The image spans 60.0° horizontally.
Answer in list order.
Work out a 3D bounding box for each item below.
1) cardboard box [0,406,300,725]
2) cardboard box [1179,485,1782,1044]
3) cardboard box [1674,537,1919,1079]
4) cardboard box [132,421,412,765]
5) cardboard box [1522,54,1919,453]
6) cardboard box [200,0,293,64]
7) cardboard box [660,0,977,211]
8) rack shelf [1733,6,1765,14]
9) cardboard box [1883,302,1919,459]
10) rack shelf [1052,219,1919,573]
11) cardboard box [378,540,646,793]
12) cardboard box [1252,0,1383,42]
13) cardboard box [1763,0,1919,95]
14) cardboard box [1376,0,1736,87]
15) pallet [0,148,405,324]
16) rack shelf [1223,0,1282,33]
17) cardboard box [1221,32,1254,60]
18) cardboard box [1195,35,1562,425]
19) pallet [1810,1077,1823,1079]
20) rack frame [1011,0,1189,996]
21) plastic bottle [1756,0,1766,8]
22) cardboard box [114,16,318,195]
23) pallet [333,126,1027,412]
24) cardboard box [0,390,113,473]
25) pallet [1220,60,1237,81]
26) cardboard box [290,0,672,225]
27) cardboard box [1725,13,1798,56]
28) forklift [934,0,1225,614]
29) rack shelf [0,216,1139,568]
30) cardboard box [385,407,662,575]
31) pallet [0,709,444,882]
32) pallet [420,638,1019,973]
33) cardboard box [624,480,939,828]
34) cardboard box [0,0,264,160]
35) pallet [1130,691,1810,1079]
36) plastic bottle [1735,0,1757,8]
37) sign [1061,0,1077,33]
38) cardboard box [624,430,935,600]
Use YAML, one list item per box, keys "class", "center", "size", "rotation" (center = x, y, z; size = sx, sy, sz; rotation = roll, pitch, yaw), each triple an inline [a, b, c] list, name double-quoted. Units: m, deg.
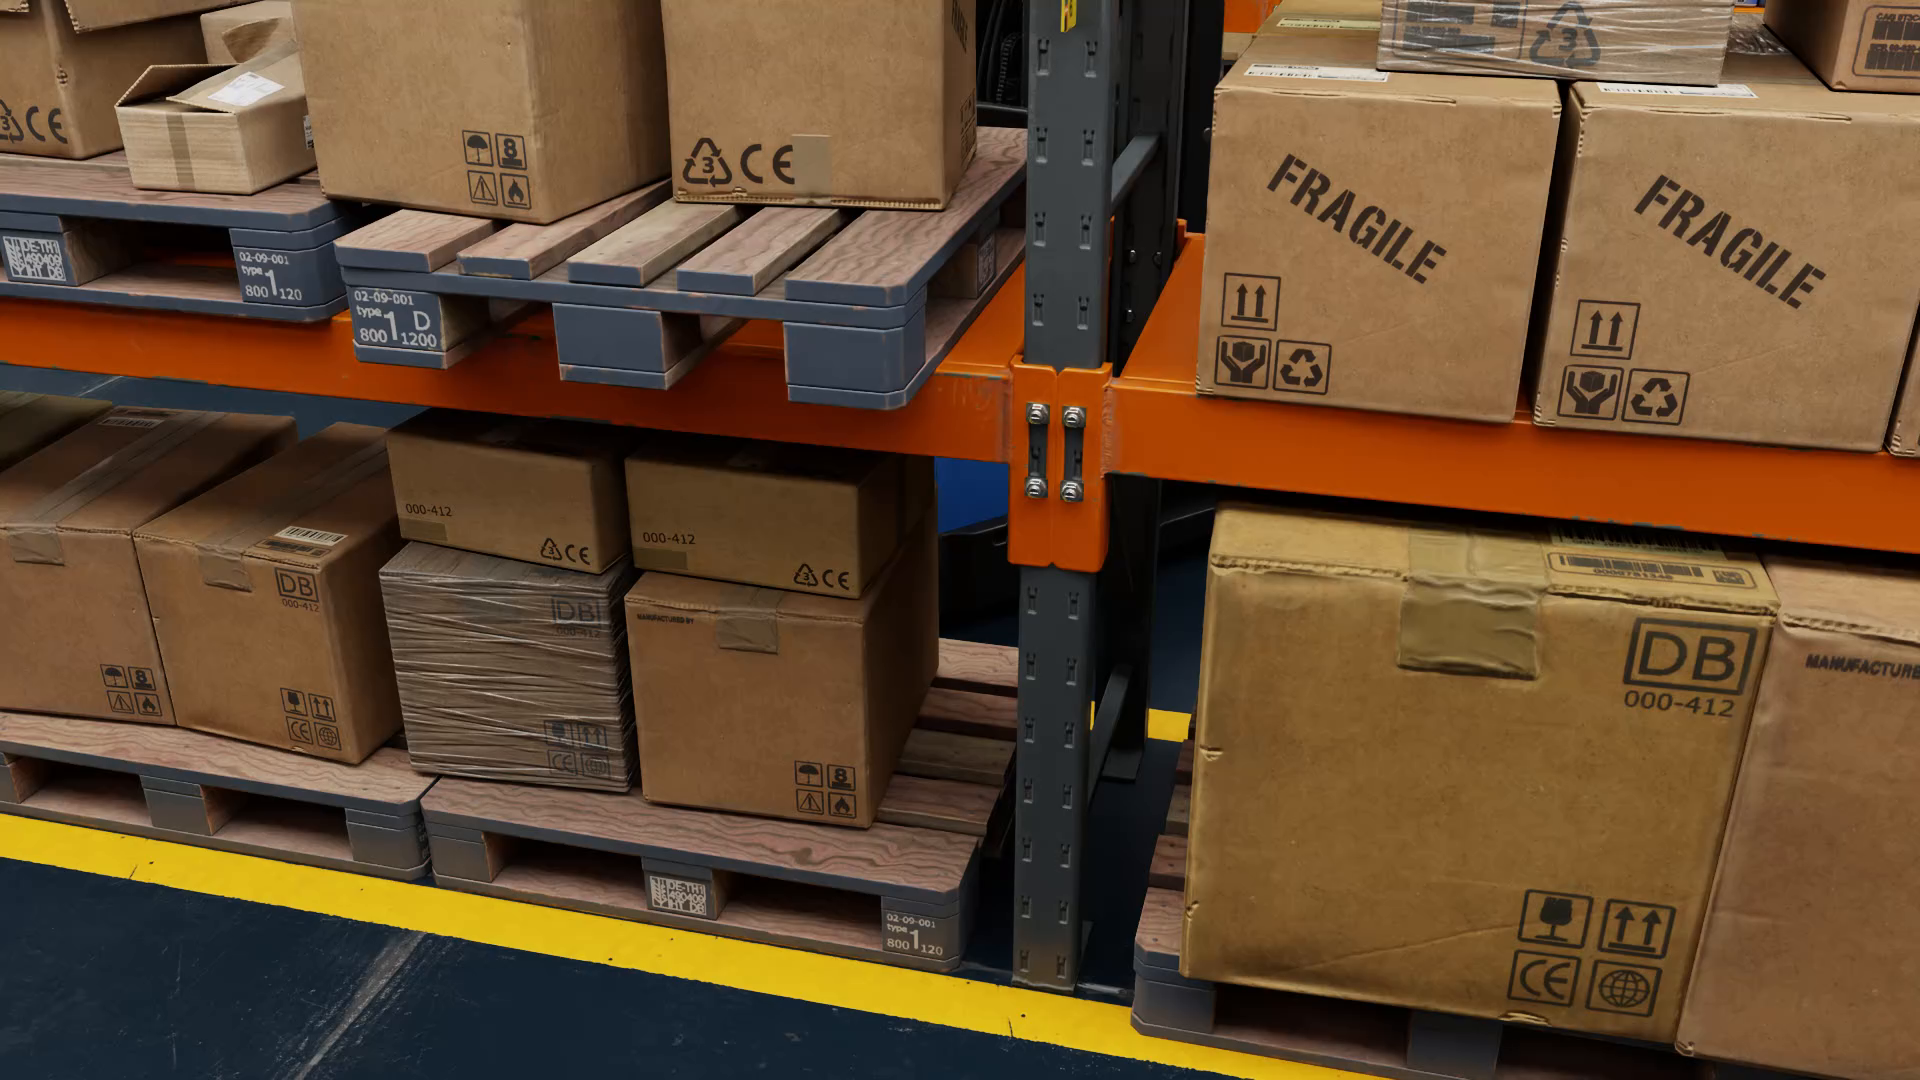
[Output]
- class: "cardboard box"
  center: [-1.996, 0.040, 4.073]
  size: [0.500, 0.500, 0.700]
  rotation: [4, 26, 9]
- class: "cardboard box"
  center: [0.953, 0.197, 3.330]
  size: [0.875, 0.875, 1.225]
  rotation: [5, 26, 11]
- class: "cardboard box"
  center: [1.814, 0.296, 3.123]
  size: [0.875, 0.875, 1.225]
  rotation: [6, 26, 13]
- class: "cardboard box"
  center: [-1.455, 0.099, 3.948]
  size: [0.500, 0.500, 0.700]
  rotation: [9, 27, 17]
- class: "cardboard box"
  center: [1.193, -0.481, 2.654]
  size: [0.500, 0.500, 0.500]
  rotation: [6, 26, 12]
- class: "cardboard box"
  center: [-1.276, -1.052, 3.657]
  size: [0.500, 0.250, 0.500]
  rotation: [6, 26, 12]
- class: "cardboard box"
  center: [-0.243, -0.931, 3.112]
  size: [0.500, 0.500, 0.500]
  rotation: [3, 26, 7]
- class: "rack shelf"
  center: [3.460, -2.178, 7.173]
  size: [4.000, 0.370, 1.077]
  rotation: [6, 26, 13]
- class: "cardboard box"
  center: [1.690, -0.427, 2.542]
  size: [0.500, 0.500, 0.500]
  rotation: [6, 26, 12]
- class: "rack shelf"
  center: [2.227, -0.116, 2.842]
  size: [4.000, 0.370, 1.077]
  rotation: [6, 26, 13]
- class: "cardboard box"
  center: [-0.905, 0.157, 3.826]
  size: [0.500, 0.500, 0.700]
  rotation: [4, 26, 9]
- class: "cardboard box"
  center: [0.829, -0.751, 3.221]
  size: [0.500, 0.500, 0.500]
  rotation: [7, 26, 15]
- class: "cardboard box"
  center: [1.624, -0.997, 2.572]
  size: [0.637, 0.503, 0.797]
  rotation: [7, 26, 14]
- class: "cardboard box"
  center: [0.994, -1.068, 2.721]
  size: [0.637, 0.503, 0.797]
  rotation: [7, 26, 15]
- class: "pallet"
  center: [-1.638, -0.764, 3.587]
  size: [1.213, 0.211, 1.003]
  rotation: [6, 26, 13]
- class: "rack shelf"
  center: [-0.414, -2.607, 8.072]
  size: [4.000, 0.370, 1.077]
  rotation: [6, 26, 13]
- class: "cardboard box"
  center: [2.190, -3.682, 12.204]
  size: [0.500, 0.250, 0.500]
  rotation: [7, 26, 14]
- class: "cardboard box"
  center: [0.693, -0.535, 2.768]
  size: [0.500, 0.500, 0.500]
  rotation: [7, 26, 15]
- class: "pallet"
  center: [2.212, 0.851, 3.217]
  size: [1.213, 0.211, 1.003]
  rotation: [6, 26, 13]
- class: "rack frame"
  center: [0.290, -0.655, 3.137]
  size: [0.127, 3.000, 1.000]
  rotation: [6, 26, 13]
- class: "plastic bottle"
  center: [3.359, -2.347, 6.747]
  size: [0.185, 0.351, 0.144]
  rotation: [6, 26, 13]
- class: "cardboard box"
  center: [-1.393, -0.850, 3.214]
  size: [0.258, 0.266, 0.396]
  rotation: [6, 26, 12]
- class: "pallet"
  center: [-0.427, -0.601, 3.245]
  size: [1.003, 0.211, 1.213]
  rotation: [6, 26, 13]
- class: "cardboard box"
  center: [-2.538, -0.020, 4.198]
  size: [0.500, 0.500, 0.700]
  rotation: [6, 26, 13]
- class: "pallet"
  center: [1.973, -3.624, 12.617]
  size: [1.213, 0.211, 1.003]
  rotation: [6, 26, 13]
- class: "cardboard box"
  center: [-0.809, -0.949, 3.150]
  size: [0.500, 0.500, 0.700]
  rotation: [10, 27, 21]
- class: "cardboard box"
  center: [1.311, -0.695, 3.104]
  size: [0.500, 0.500, 0.500]
  rotation: [6, 26, 13]
- class: "forklift"
  center: [0.570, -1.504, 4.999]
  size: [3.031, 2.935, 1.130]
  rotation: [-16, 30, -30]
- class: "rack shelf"
  center: [-1.647, -0.545, 3.741]
  size: [4.000, 0.370, 1.077]
  rotation: [6, 26, 13]
- class: "cardboard box"
  center: [-0.883, -0.176, 3.653]
  size: [0.500, 0.250, 0.500]
  rotation: [9, 27, 19]
- class: "pallet"
  center: [-1.645, 0.388, 4.189]
  size: [1.213, 0.211, 1.003]
  rotation: [6, 26, 13]
- class: "pallet"
  center: [-0.467, 0.520, 3.913]
  size: [1.213, 0.211, 1.003]
  rotation: [6, 26, 13]
- class: "cardboard box"
  center: [-0.364, 0.211, 3.713]
  size: [0.500, 0.500, 0.700]
  rotation: [5, 26, 10]
- class: "cardboard box"
  center: [-1.882, -1.173, 3.615]
  size: [0.637, 0.503, 0.797]
  rotation: [9, 27, 18]
- class: "pallet"
  center: [1.035, 0.720, 3.493]
  size: [1.213, 0.211, 1.003]
  rotation: [6, 26, 13]
- class: "plastic bottle"
  center: [3.205, -2.332, 6.803]
  size: [0.135, 0.276, 0.152]
  rotation: [6, 26, 13]
- class: "sign"
  center: [0.164, -0.915, 2.428]
  size: [0.005, 0.325, 0.100]
  rotation: [6, 26, 13]
- class: "cardboard box"
  center: [-0.367, -0.123, 3.543]
  size: [0.500, 0.250, 0.500]
  rotation: [7, 26, 15]
